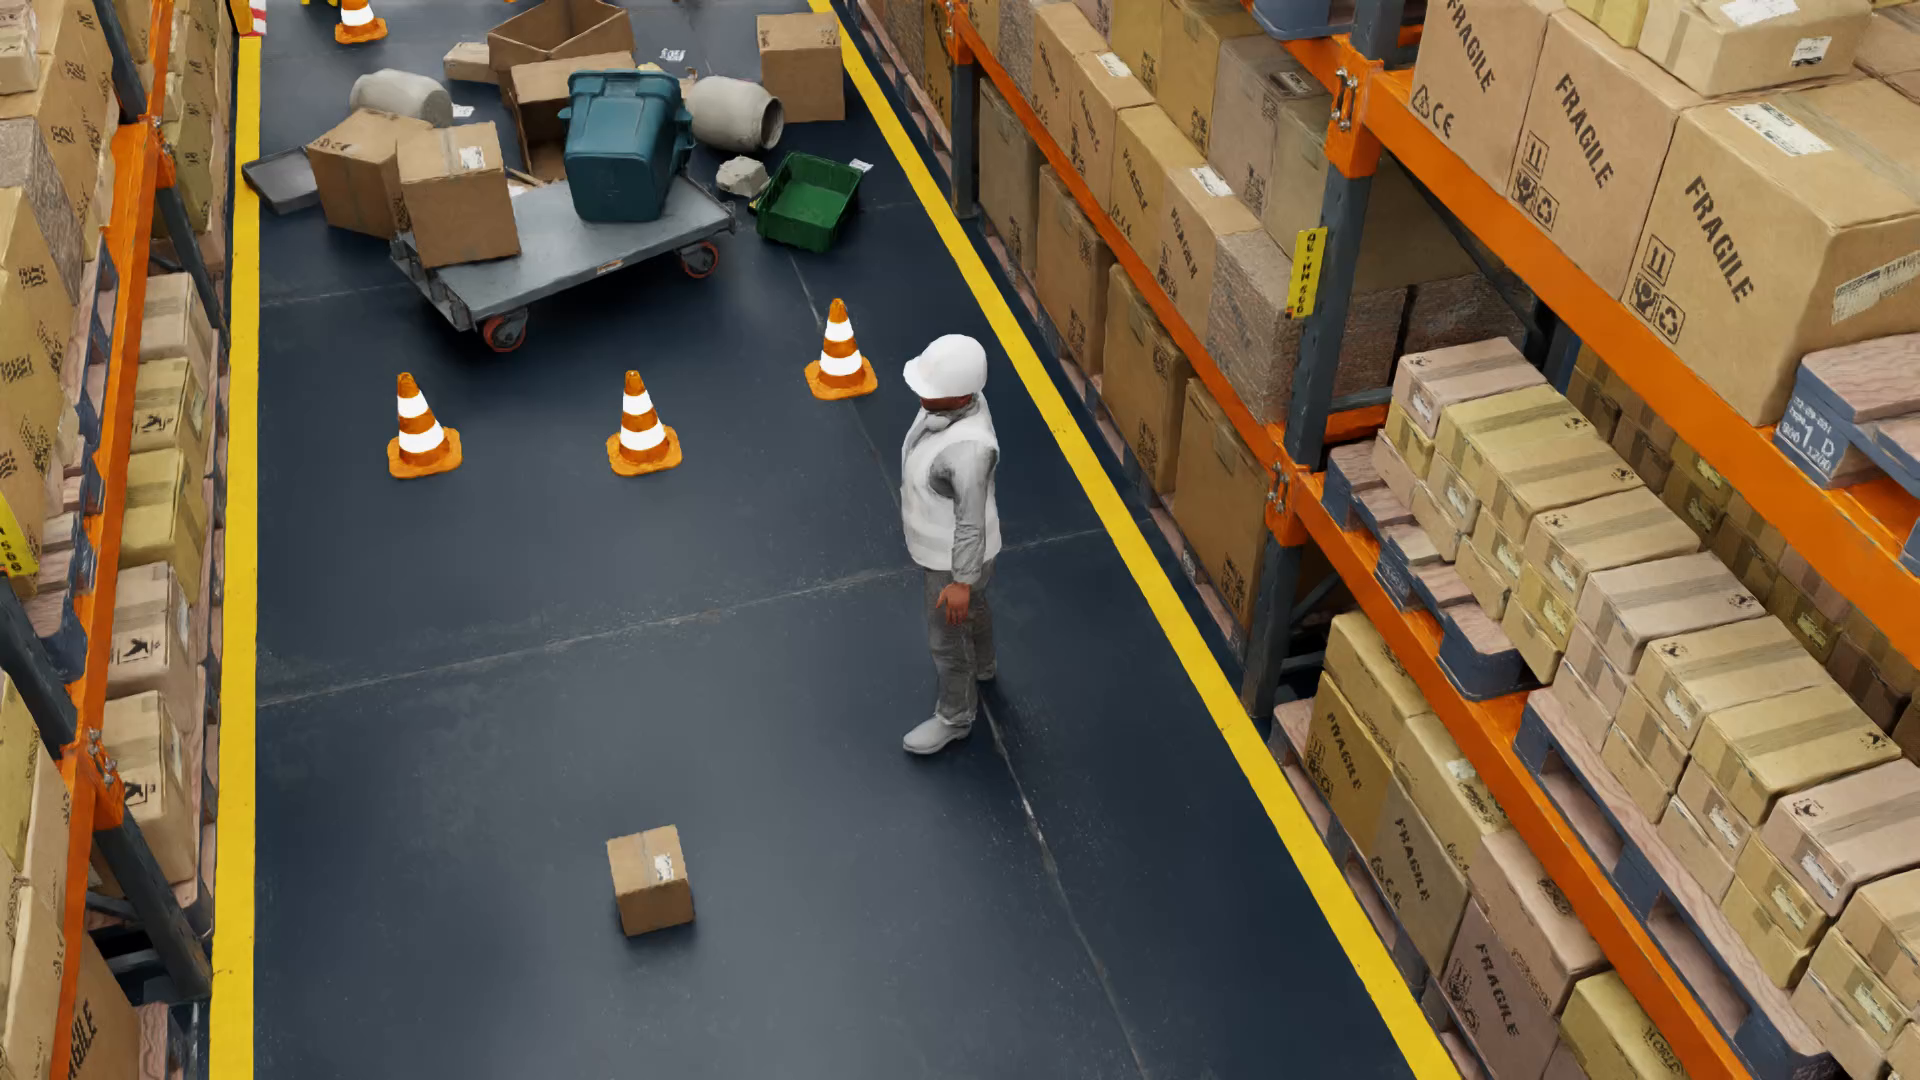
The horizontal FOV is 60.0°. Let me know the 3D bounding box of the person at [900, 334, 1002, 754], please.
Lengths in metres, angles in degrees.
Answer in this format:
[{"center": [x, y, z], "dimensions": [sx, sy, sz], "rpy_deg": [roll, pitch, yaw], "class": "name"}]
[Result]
[{"center": [-0.042, -0.013, 6.117], "dimensions": [0.412, 1.771, 0.659], "rpy_deg": [-3, 42, -4], "class": "person"}]
